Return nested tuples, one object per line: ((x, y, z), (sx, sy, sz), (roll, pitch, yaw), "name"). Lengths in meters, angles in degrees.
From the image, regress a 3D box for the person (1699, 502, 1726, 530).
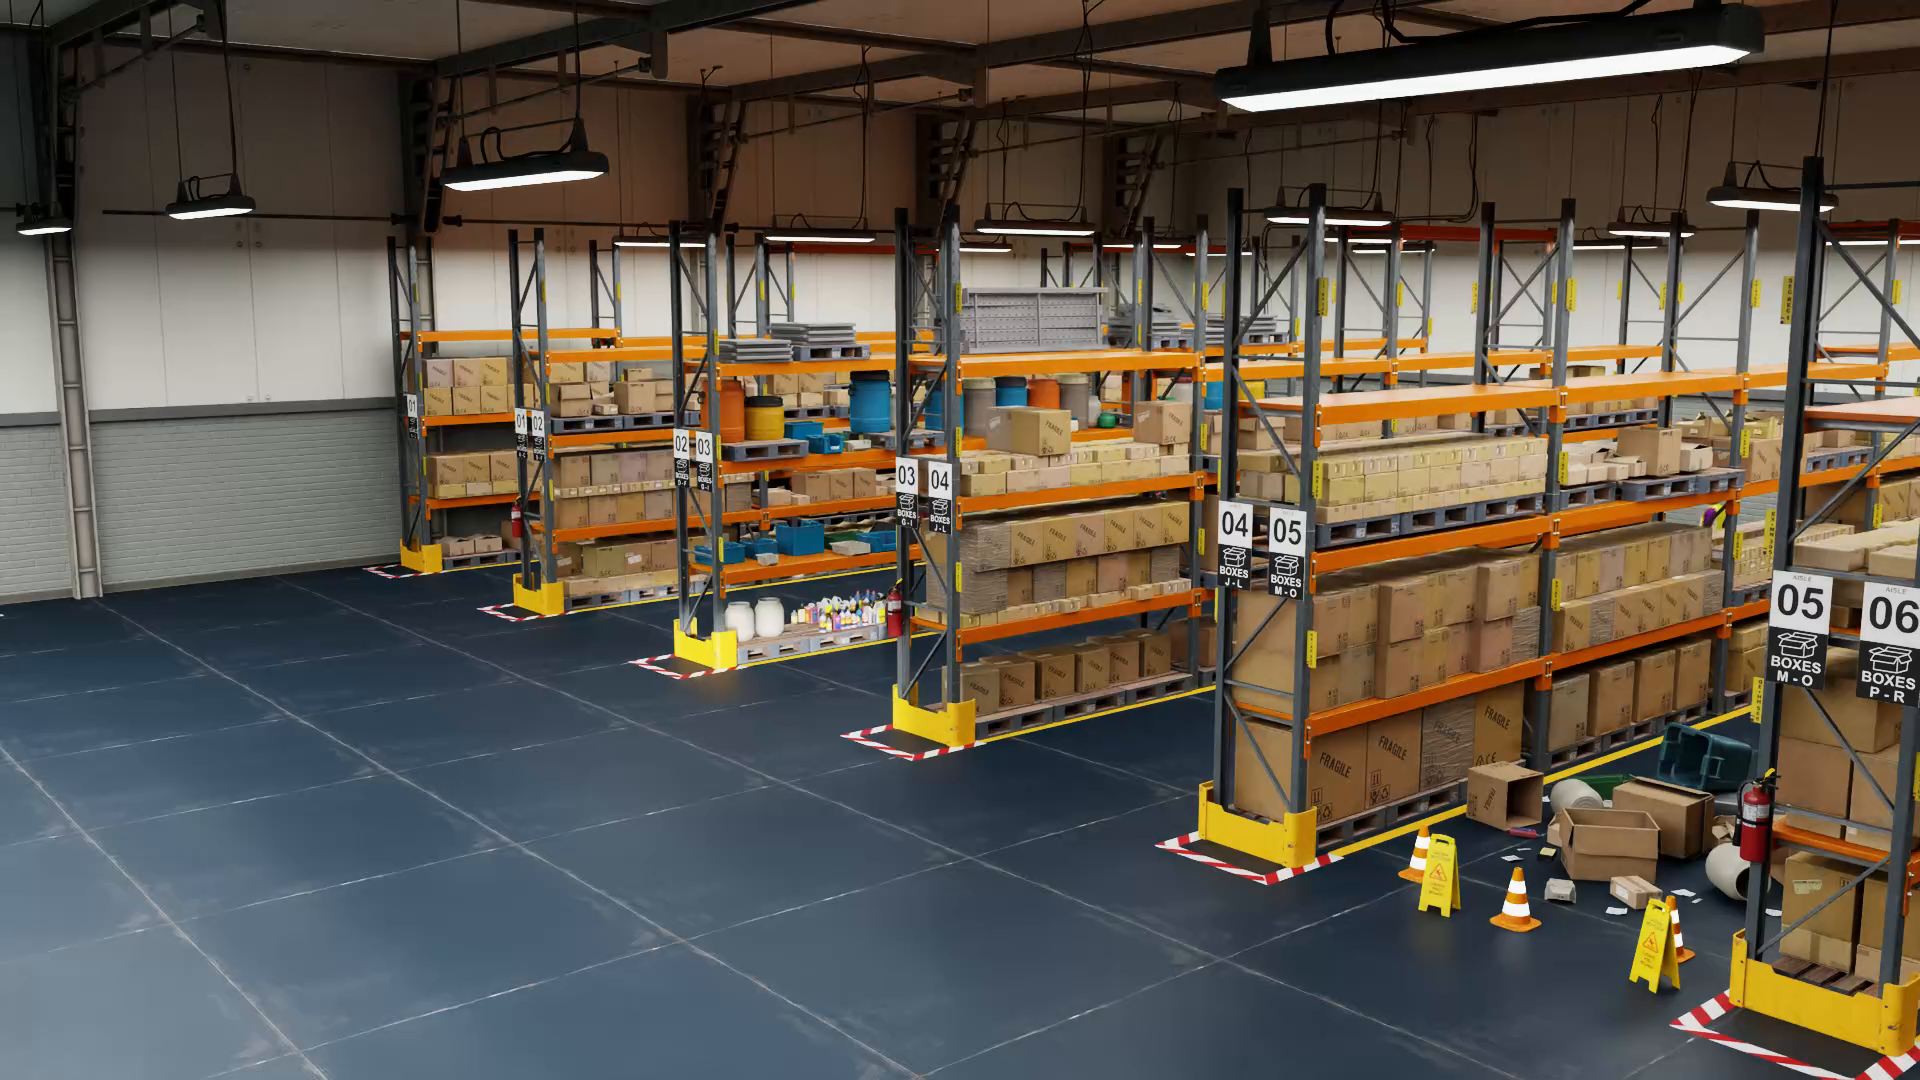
((12.549, 0.017, 27.823), (0.660, 1.773, 0.381), (-8, 12, -42), "person")
